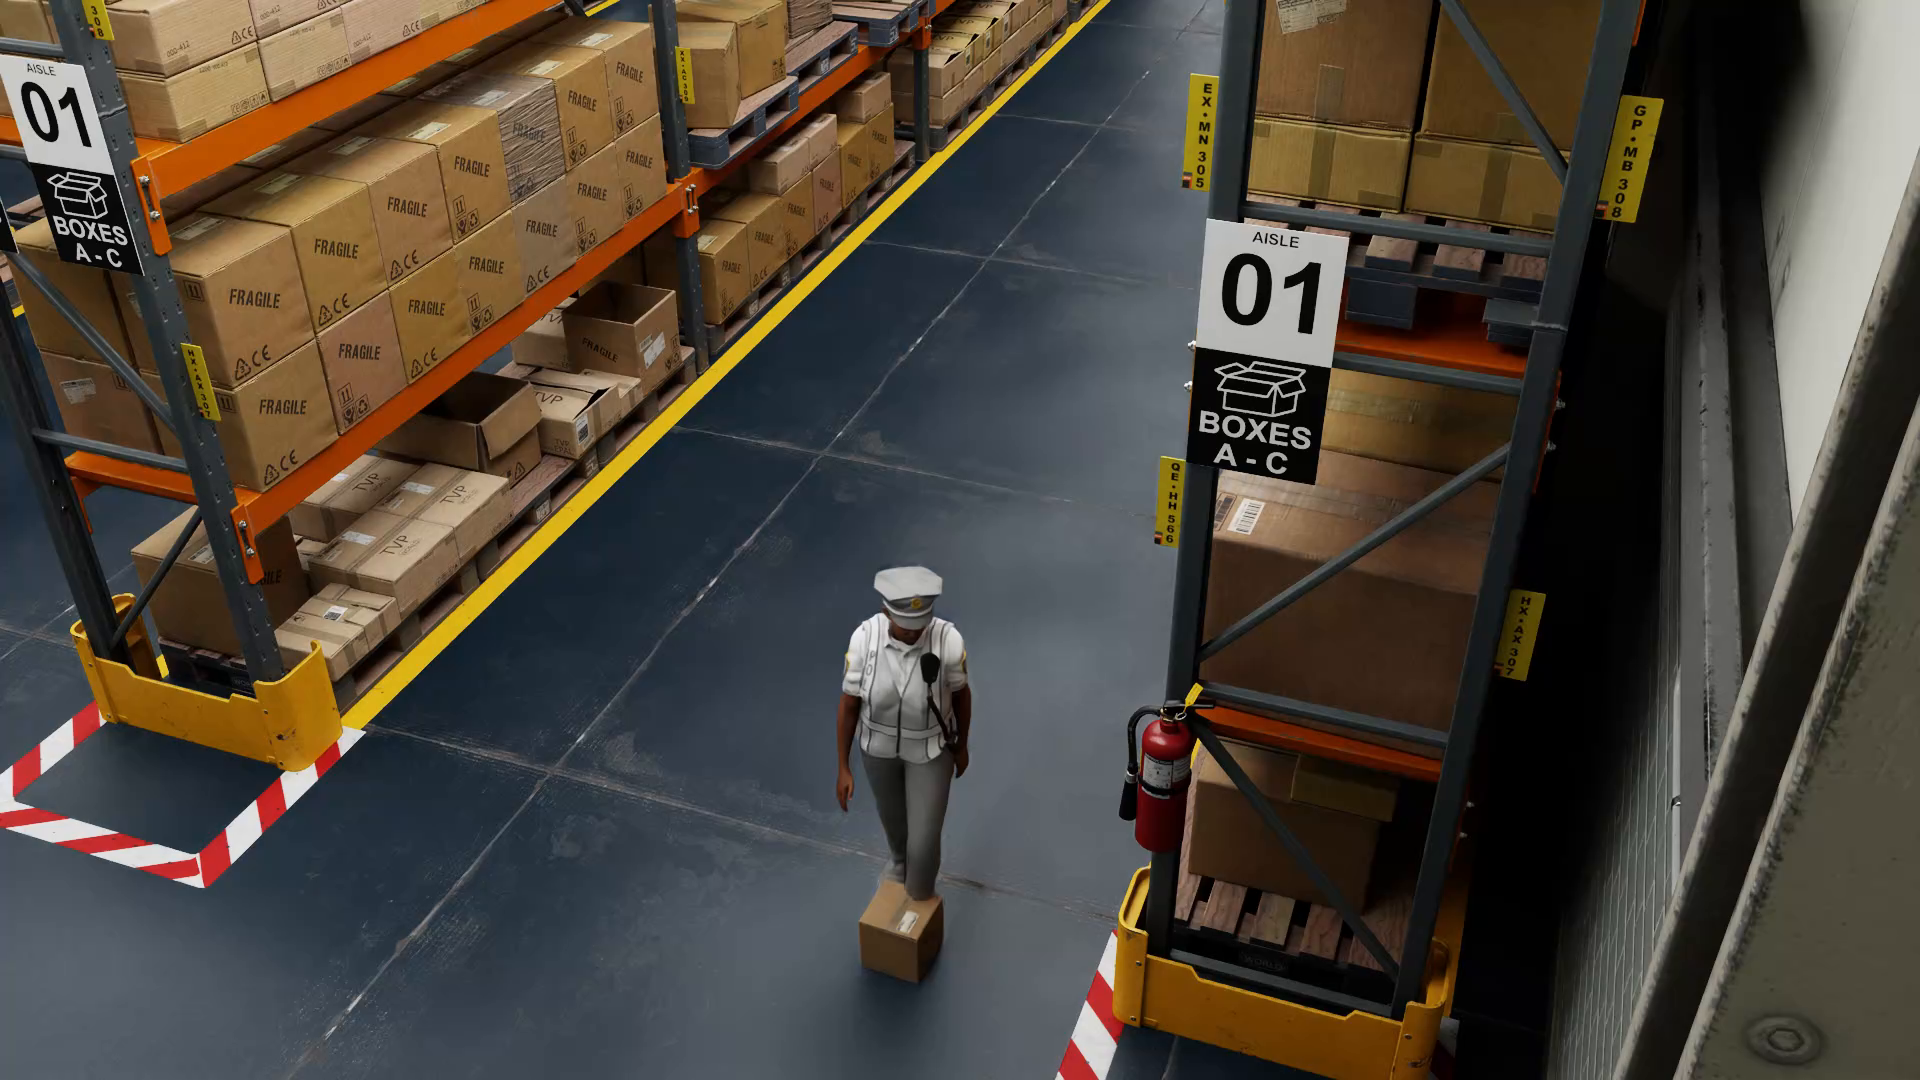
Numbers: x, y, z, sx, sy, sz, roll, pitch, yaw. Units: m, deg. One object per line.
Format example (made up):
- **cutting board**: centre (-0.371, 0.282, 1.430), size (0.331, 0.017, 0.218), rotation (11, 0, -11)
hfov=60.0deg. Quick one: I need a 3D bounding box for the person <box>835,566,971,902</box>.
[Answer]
- **person**: centre (-0.204, 0.825, 6.342), size (0.467, 1.716, 0.574), rotation (7, 34, 11)
